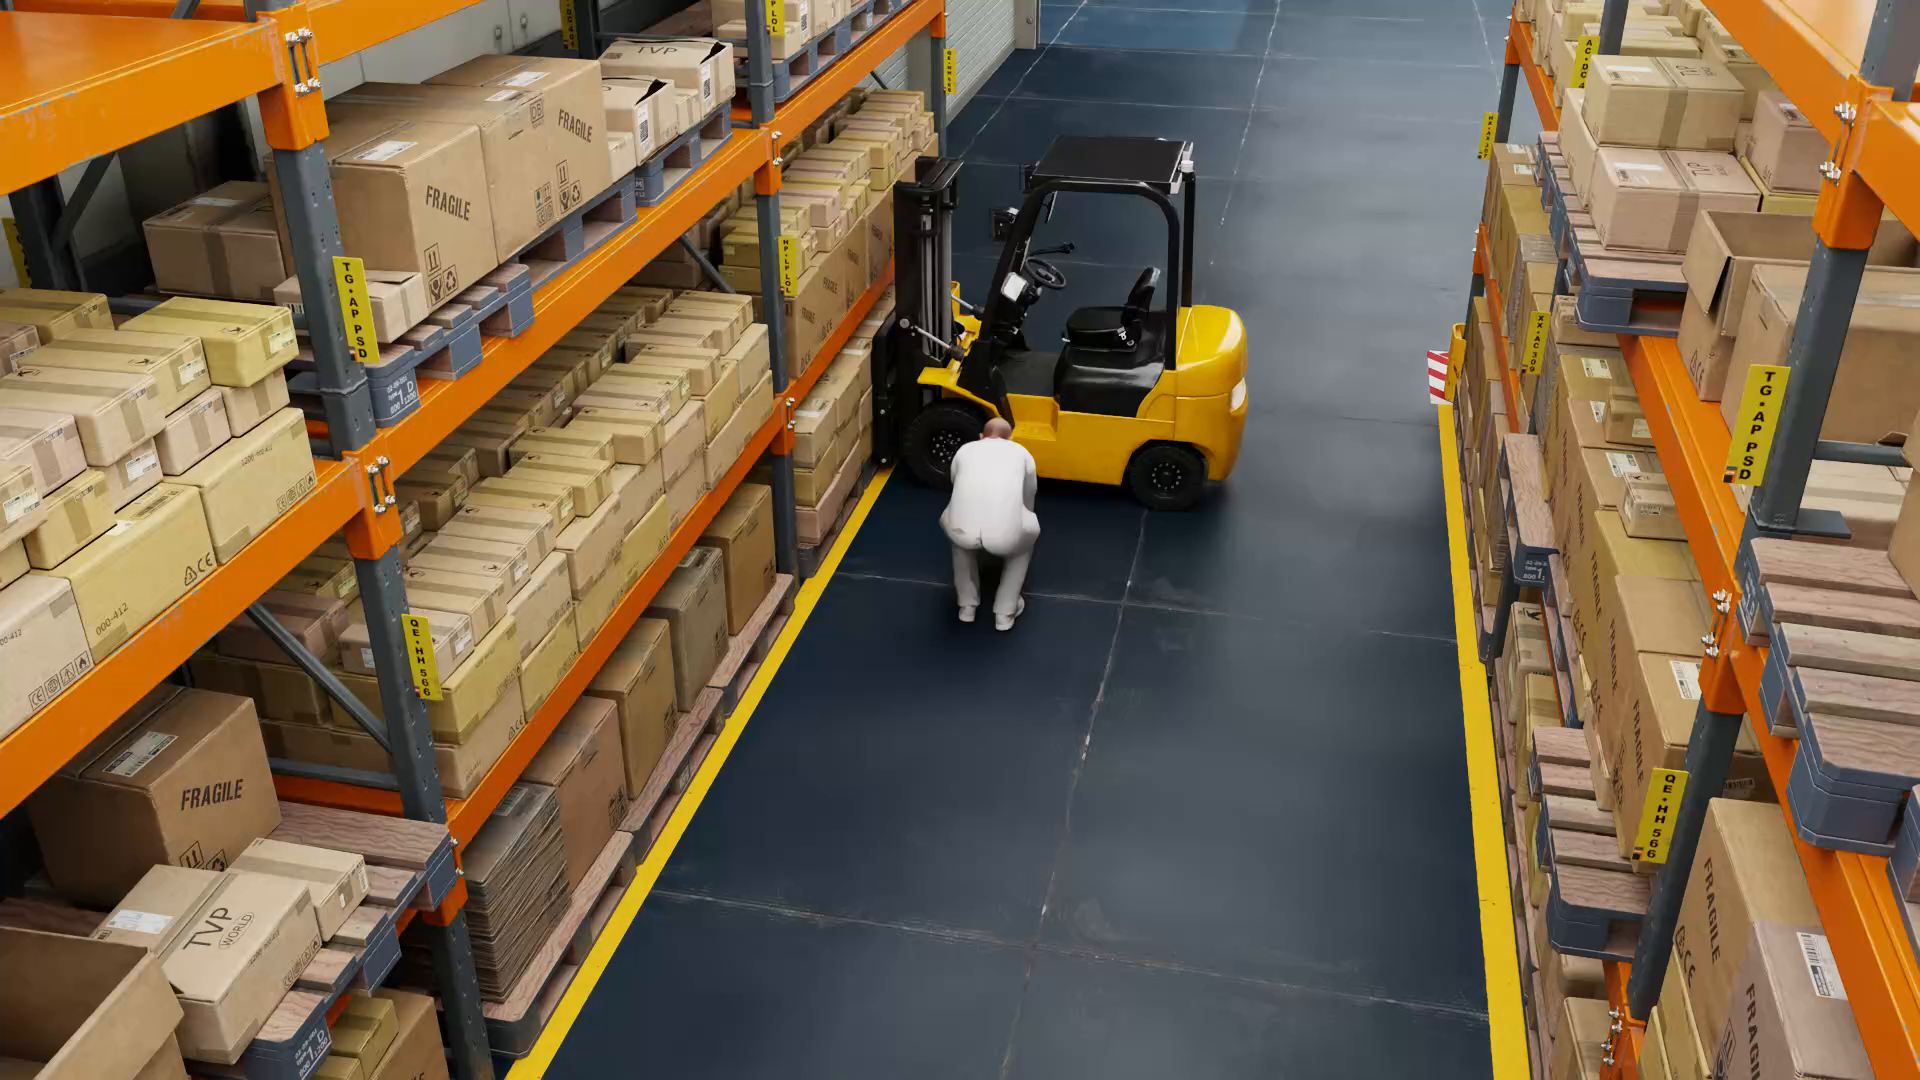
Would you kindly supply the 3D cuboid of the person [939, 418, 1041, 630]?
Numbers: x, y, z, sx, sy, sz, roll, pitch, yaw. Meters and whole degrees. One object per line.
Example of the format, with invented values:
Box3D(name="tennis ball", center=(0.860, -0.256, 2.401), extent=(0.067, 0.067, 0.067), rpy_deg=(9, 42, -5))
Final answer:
Box3D(name="person", center=(0.187, -0.083, 9.595), extent=(0.587, 1.013, 0.935), rpy_deg=(5, 29, 8))
